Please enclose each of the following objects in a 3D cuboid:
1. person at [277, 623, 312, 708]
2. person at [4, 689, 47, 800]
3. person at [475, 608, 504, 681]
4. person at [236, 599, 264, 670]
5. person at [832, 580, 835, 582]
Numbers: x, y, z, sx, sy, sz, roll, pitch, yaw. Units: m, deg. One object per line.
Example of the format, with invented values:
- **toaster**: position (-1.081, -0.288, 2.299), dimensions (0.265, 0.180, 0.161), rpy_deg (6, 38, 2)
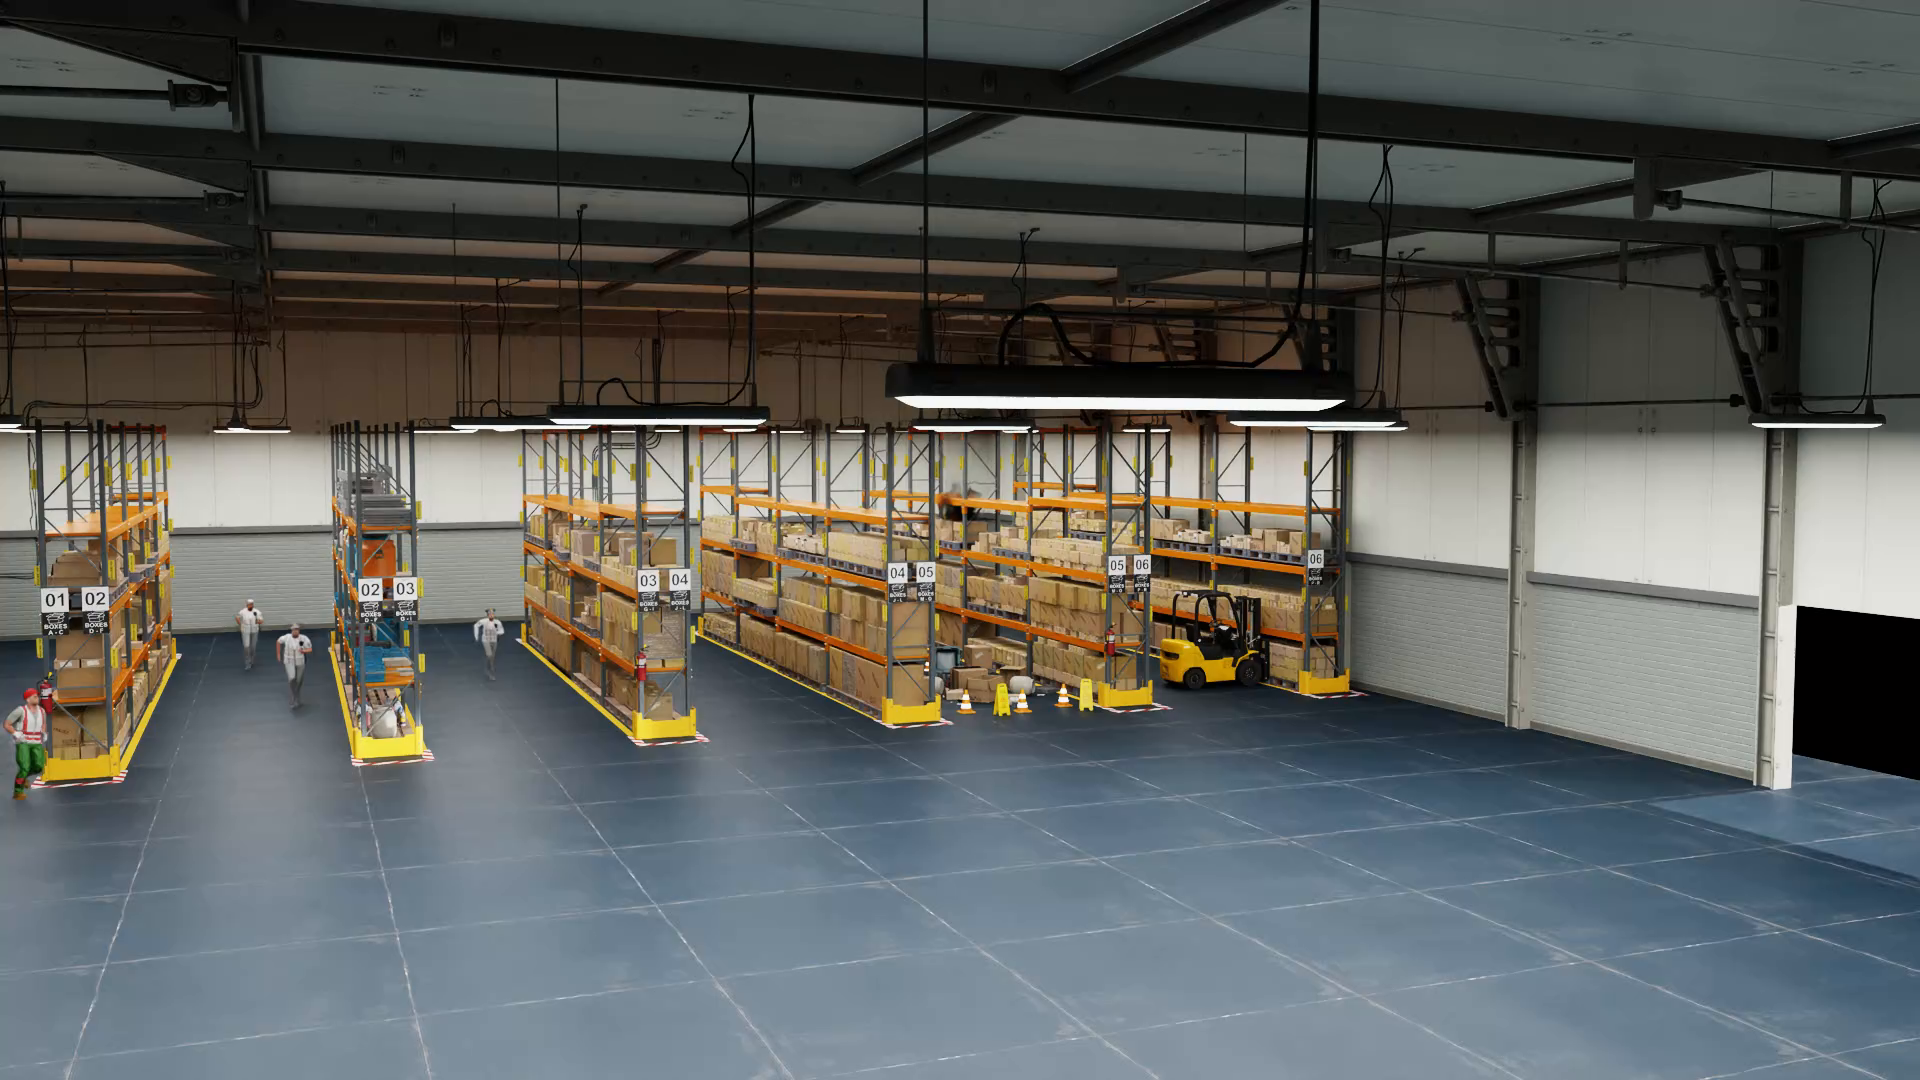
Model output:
- **person**: position (-14.131, 2.649, 35.333), dimensions (0.687, 1.820, 0.873), rpy_deg (-2, 4, -25)
- **person**: position (-14.855, 3.221, 26.506), dimensions (0.580, 1.705, 0.668), rpy_deg (2, 4, 31)
- **person**: position (-11.076, 2.442, 39.162), dimensions (0.636, 1.725, 0.827), rpy_deg (-2, 4, -27)
- **person**: position (-17.569, 2.323, 41.188), dimensions (0.593, 1.724, 0.786), rpy_deg (-2, 4, -32)
- **person**: position (-3.537, 1.978, 46.126), dimensions (0.694, 1.727, 0.595), rpy_deg (-2, 4, -30)
